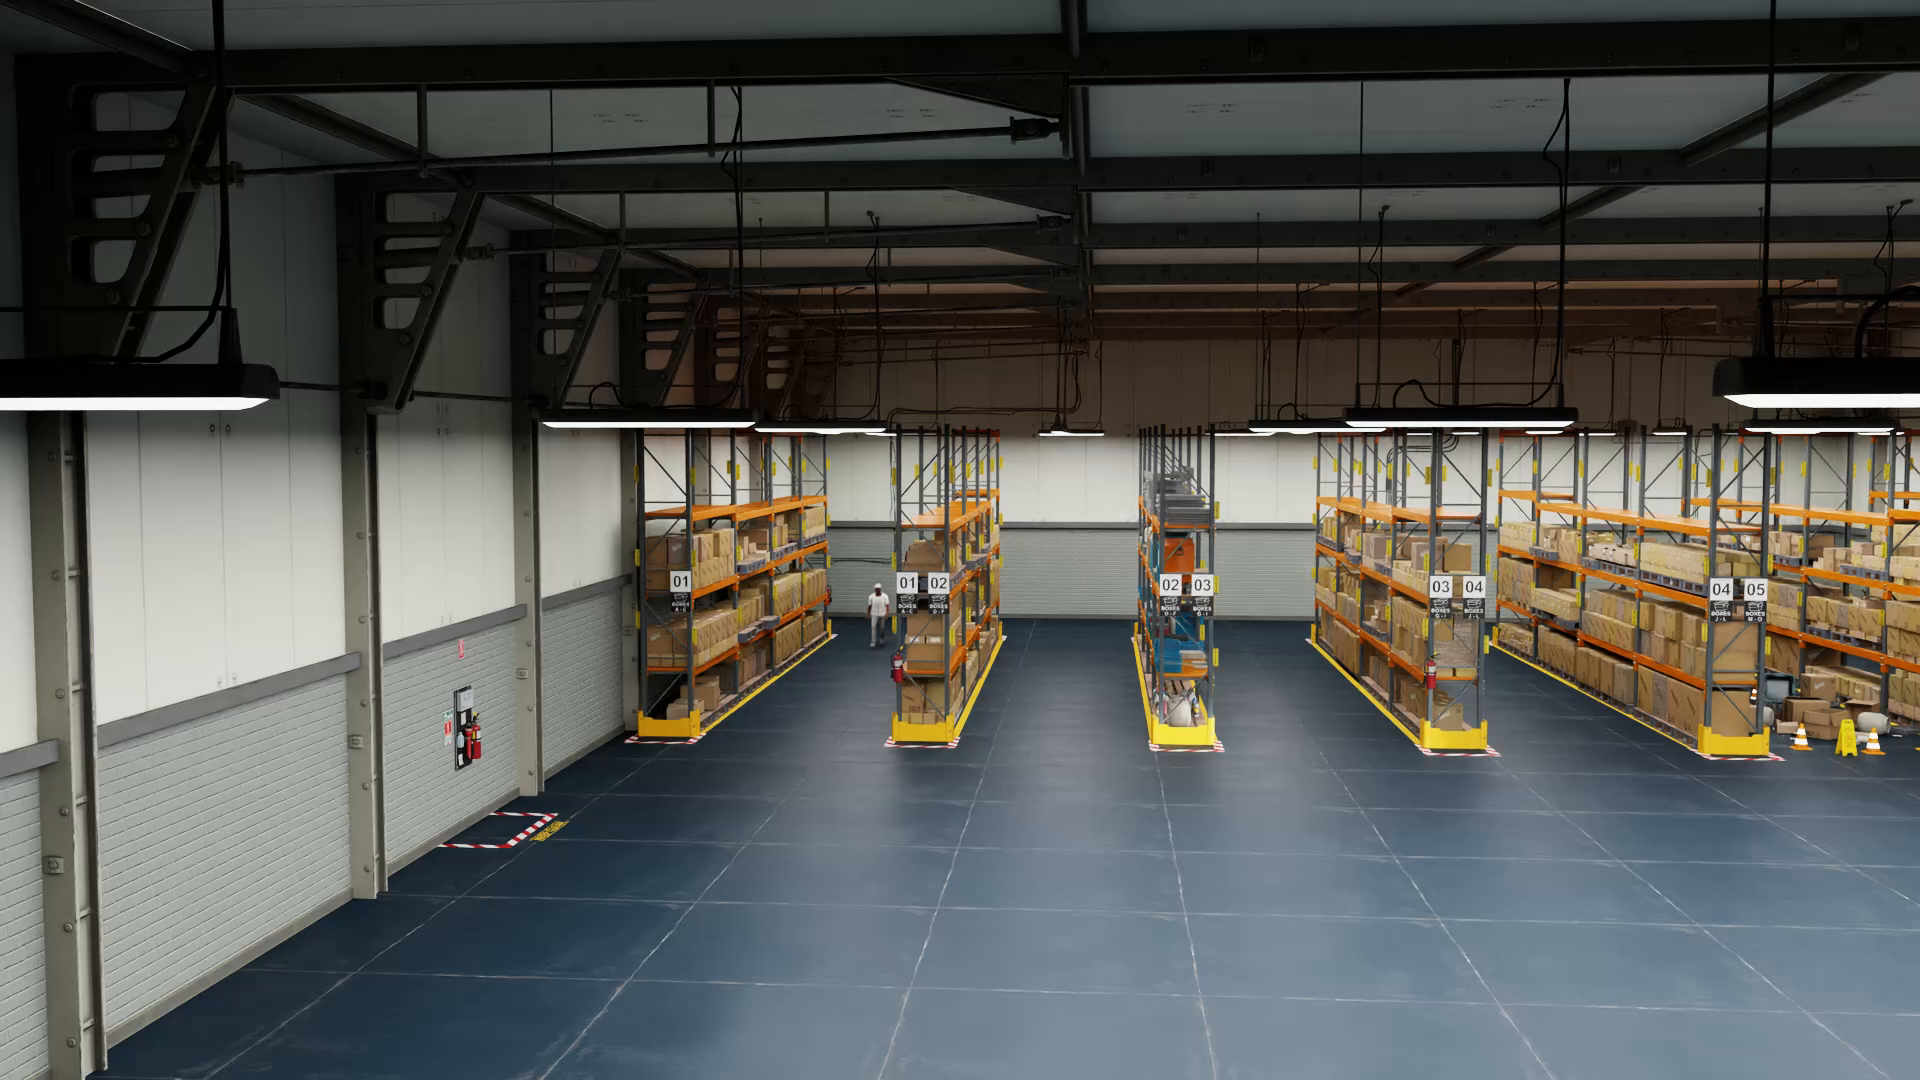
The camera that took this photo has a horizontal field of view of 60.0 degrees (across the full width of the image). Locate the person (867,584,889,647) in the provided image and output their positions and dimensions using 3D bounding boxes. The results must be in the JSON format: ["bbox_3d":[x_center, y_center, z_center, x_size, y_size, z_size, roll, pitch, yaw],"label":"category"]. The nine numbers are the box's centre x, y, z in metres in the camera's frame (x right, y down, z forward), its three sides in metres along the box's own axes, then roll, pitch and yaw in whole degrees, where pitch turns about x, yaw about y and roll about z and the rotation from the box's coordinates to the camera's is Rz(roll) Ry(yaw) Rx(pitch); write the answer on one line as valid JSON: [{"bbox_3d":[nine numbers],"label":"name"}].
[{"bbox_3d":[-2.263,2.052,45.804,0.630,1.695,1.067,0,3,-1],"label":"person"}]

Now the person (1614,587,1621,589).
[{"bbox_3d":[18.217,2.086,46.134,1.016,1.598,0.428,2,4,28],"label":"person"}]

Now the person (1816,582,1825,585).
[{"bbox_3d":[24.553,2.005,47.391,0.933,1.643,0.491,0,3,-2],"label":"person"}]
